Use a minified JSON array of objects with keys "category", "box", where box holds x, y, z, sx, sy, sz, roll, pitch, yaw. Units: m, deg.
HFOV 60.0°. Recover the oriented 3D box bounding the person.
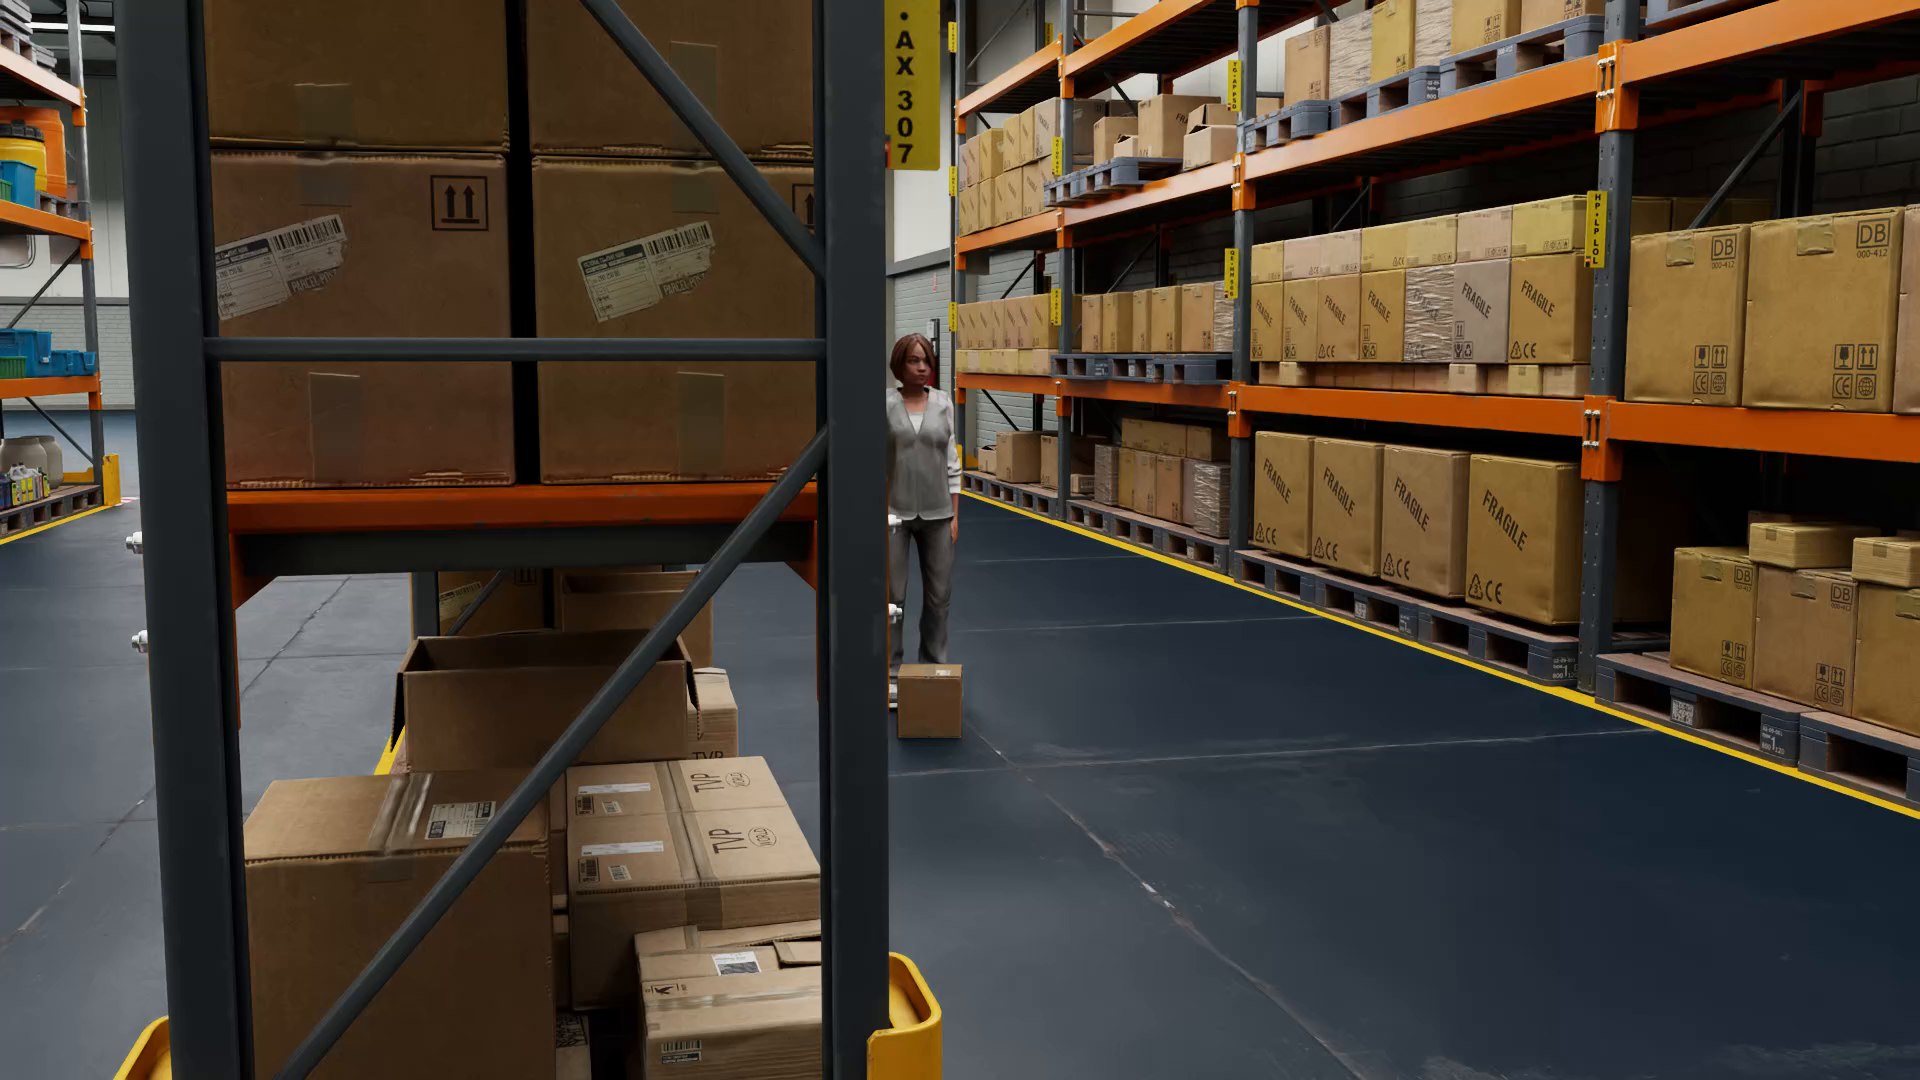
[{"category":"person","box":[-0.189,-0.063,7.111,0.405,1.569,0.305,-1,6,-12]}]
